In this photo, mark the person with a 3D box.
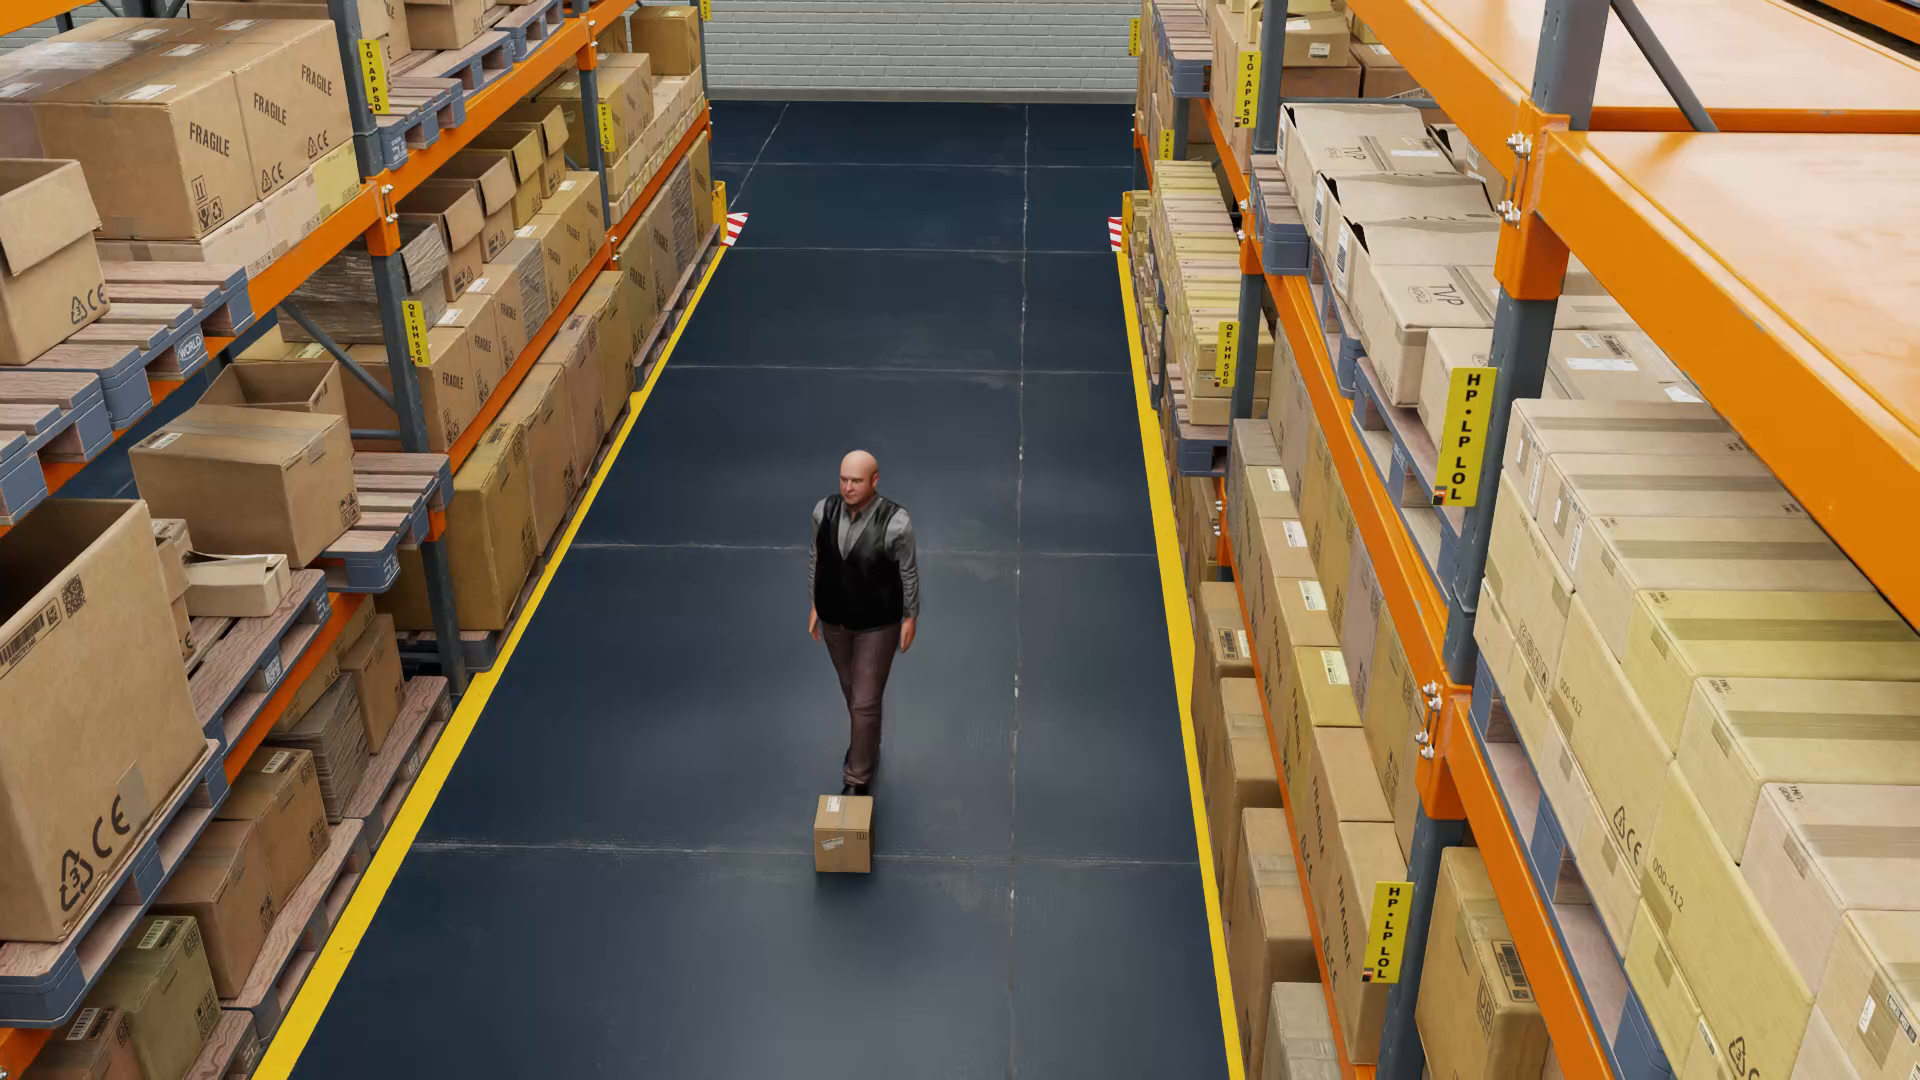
[{"bbox_3d":[-0.530,0.427,7.816,0.548,1.708,0.764,13,30,23],"label":"person"}]
